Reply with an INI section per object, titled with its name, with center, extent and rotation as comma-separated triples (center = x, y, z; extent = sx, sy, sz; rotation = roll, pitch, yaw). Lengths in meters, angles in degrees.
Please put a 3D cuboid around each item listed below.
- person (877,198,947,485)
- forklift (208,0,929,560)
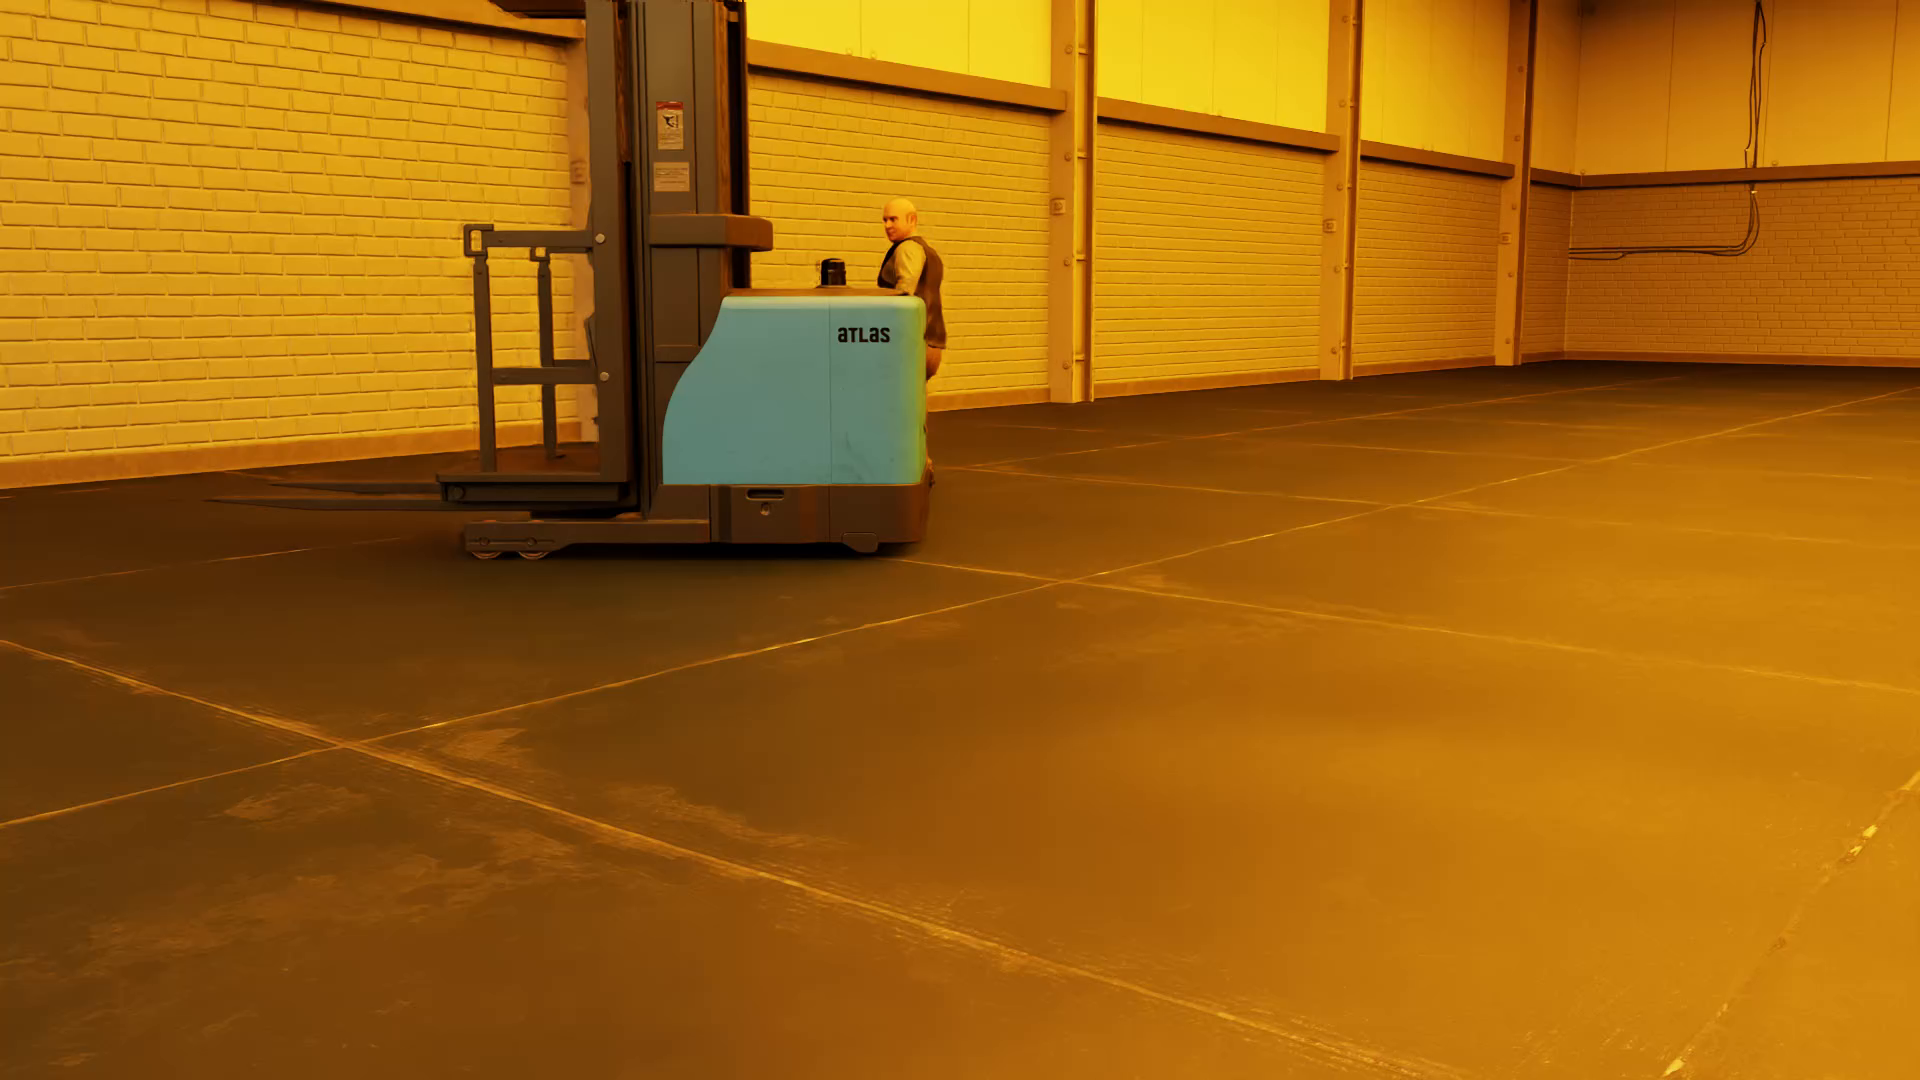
[person]
center = -0.350, -1.086, 9.301
extent = 0.604, 1.623, 0.802
rotation = 6, 10, 34
[forklift]
center = -1.664, -1.446, 7.162
extent = 3.031, 2.935, 1.130
rotation = 0, 8, 1
